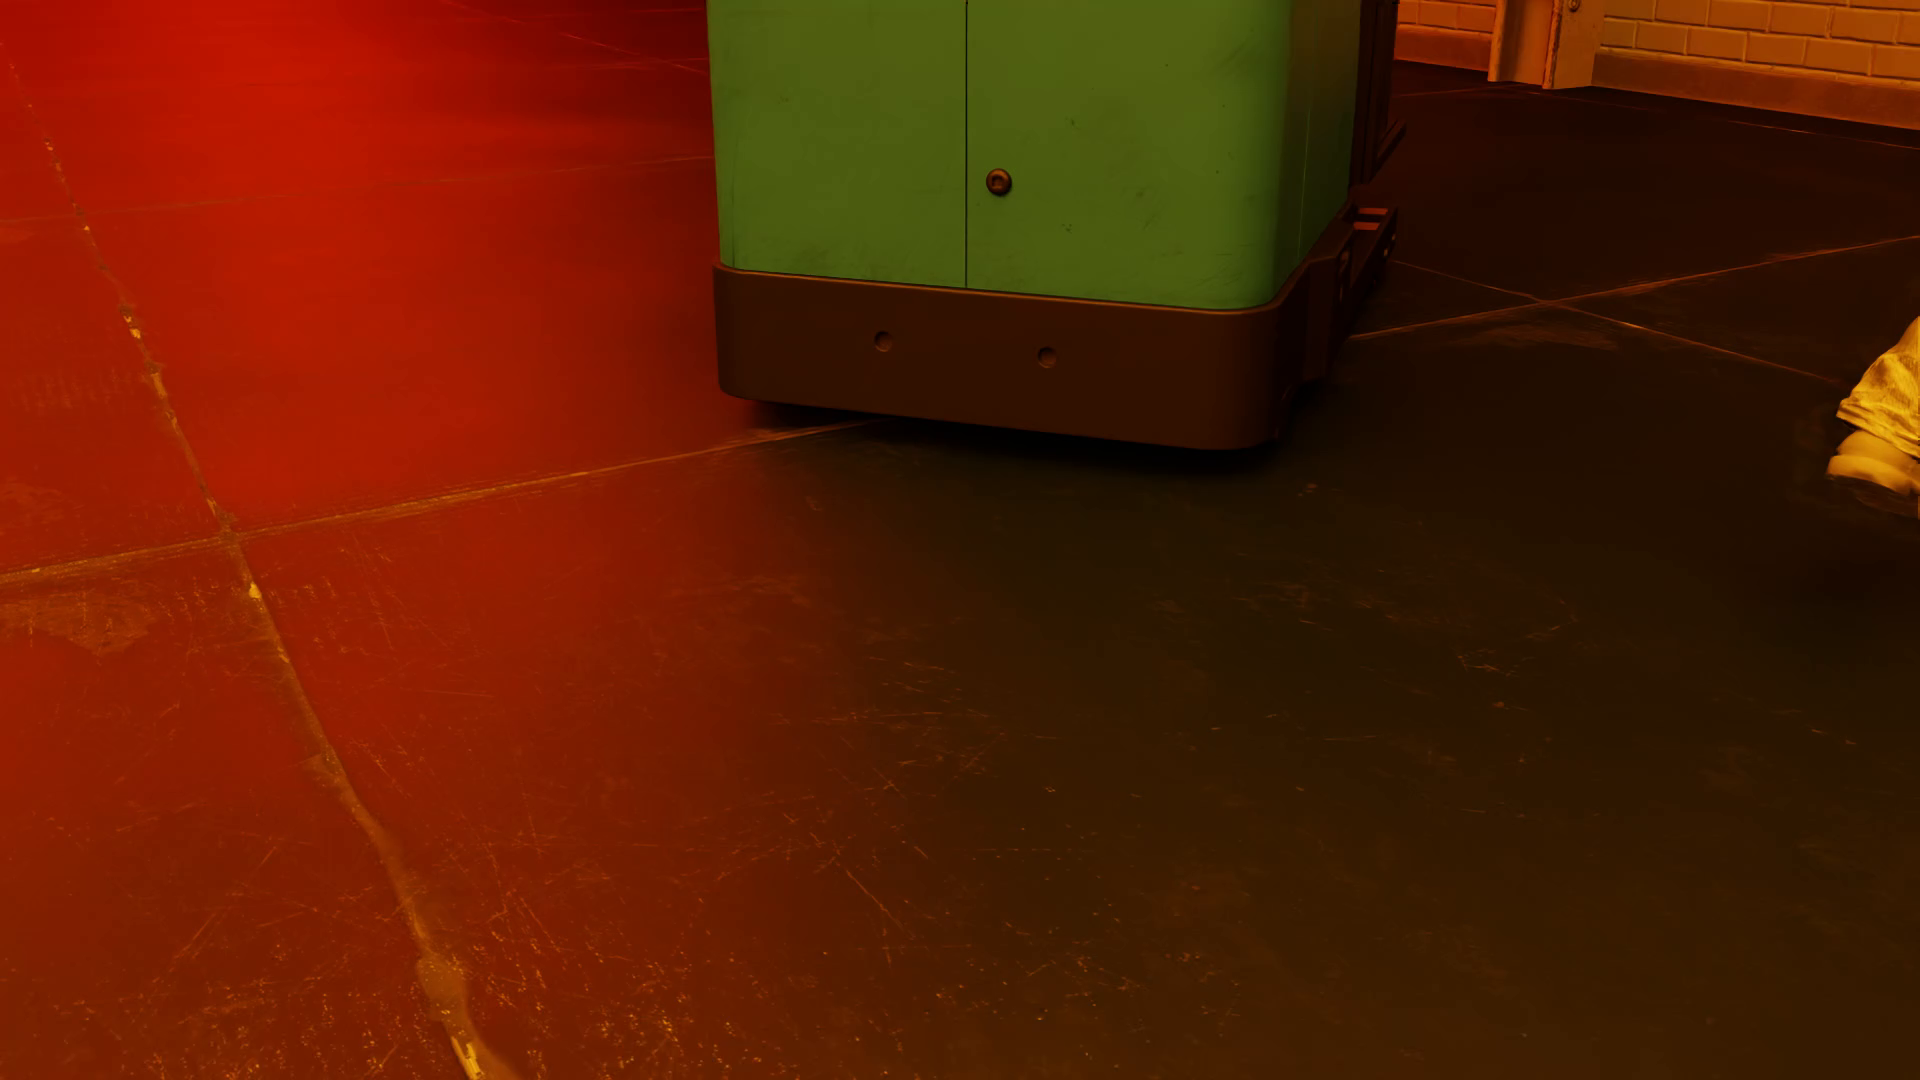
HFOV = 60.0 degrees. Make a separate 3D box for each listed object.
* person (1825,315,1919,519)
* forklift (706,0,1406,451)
[{"bbox_3d":[1.857,-0.570,1.990,1.236,1.677,0.520,17,28,36],"label":"person"},{"bbox_3d":[0.513,-2.037,3.737,1.130,2.935,3.031,8,24,18],"label":"forklift"}]
